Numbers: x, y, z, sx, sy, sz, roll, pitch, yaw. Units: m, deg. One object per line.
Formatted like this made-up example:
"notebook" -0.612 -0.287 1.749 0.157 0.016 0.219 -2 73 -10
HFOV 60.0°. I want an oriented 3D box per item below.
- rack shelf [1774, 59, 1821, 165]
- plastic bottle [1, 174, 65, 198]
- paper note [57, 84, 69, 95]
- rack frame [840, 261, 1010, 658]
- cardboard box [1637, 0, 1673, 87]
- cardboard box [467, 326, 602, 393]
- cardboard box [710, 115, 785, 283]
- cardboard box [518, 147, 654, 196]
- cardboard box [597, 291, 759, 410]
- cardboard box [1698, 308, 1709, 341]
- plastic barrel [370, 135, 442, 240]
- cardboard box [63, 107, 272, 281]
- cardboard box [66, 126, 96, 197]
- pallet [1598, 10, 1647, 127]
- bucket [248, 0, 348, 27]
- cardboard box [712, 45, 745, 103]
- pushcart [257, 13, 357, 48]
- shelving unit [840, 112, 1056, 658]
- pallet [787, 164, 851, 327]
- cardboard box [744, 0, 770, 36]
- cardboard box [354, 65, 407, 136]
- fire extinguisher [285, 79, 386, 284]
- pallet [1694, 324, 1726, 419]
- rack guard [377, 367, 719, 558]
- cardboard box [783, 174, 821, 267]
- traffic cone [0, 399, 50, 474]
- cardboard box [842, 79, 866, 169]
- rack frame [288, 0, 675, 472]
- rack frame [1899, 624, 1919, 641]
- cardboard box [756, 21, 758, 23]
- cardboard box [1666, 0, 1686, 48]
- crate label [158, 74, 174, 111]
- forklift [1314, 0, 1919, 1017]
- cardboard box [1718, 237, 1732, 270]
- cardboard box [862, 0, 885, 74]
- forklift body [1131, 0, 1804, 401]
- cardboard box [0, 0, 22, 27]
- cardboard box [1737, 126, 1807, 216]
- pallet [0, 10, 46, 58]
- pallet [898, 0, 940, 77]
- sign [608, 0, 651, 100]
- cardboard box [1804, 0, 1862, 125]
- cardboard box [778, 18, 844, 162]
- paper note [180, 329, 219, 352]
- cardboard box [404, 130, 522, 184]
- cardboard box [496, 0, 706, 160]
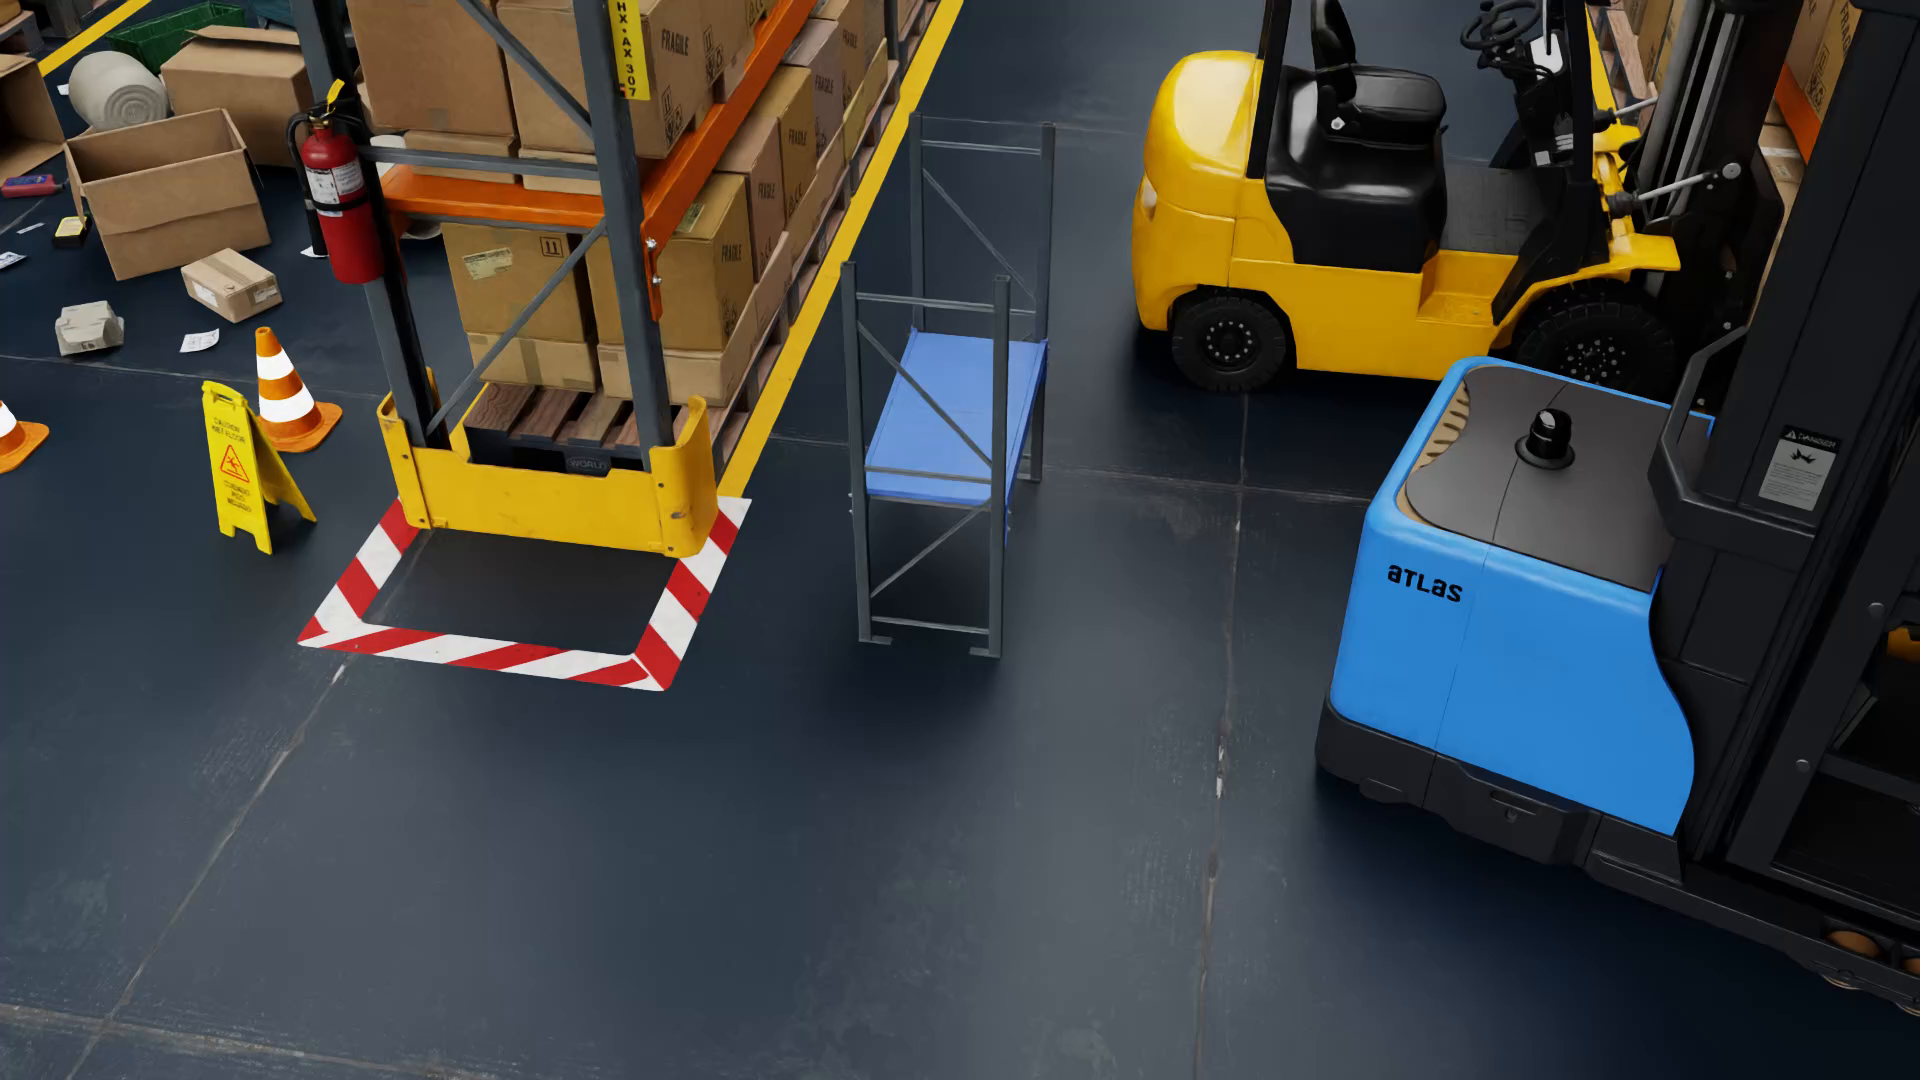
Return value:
"rack shelf" 3.701 -1.640 6.445 1.077 0.370 4.000 6 40 8
"plastic bottle" -4.645 -1.781 8.356 0.283 0.061 0.133 -6 40 -8
"paper note" -4.959 -2.534 9.291 0.147 0.020 0.142 -20 44 -23
"rack frame" -0.103 -0.205 5.321 0.500 1.500 0.032 6 40 8
"cardboard box" 4.127 -2.748 8.754 0.875 0.625 0.625 8 40 10
"cardboard box" -1.655 -0.862 6.767 0.500 0.250 0.500 6 40 7
"cardboard box" -1.033 -1.418 6.851 0.500 0.500 0.500 5 40 6
"cardboard box" -1.272 -1.301 5.667 0.380 0.149 0.250 7 40 8
"cardboard box" -1.122 -0.785 6.674 0.500 0.250 0.500 6 40 7
"cardboard box" 3.384 -1.047 6.990 0.500 0.250 0.500 8 40 9
"plastic barrel" -2.668 -1.678 7.947 0.421 0.421 0.512 -28 47 -30
"cardboard box" -3.724 -1.627 7.823 0.797 0.503 0.637 -20 44 -23
"cardboard box" -4.218 -1.865 8.297 0.396 0.266 0.258 13 41 15
"pallet" 4.137 -2.565 9.187 1.003 0.211 1.213 6 40 8
"bucket" -3.488 -3.185 9.124 0.726 0.611 0.620 20 34 23
"cardboard box" -1.027 -1.773 6.237 0.380 0.149 0.250 7 40 8
"pushcart" -3.096 -2.927 9.494 1.648 0.377 0.936 -6 40 -8
"shelving unit" -0.015 -0.524 5.707 0.538 1.500 1.048 6 40 8
"pallet" -1.132 -1.450 7.838 1.003 0.211 1.213 6 40 8
"cardboard box" -1.006 -2.273 6.333 0.500 0.500 0.500 6 40 7
"cardboard box" -3.097 -2.390 8.932 0.258 0.266 0.396 -20 44 -23
"fire extinguisher" -2.008 -1.157 5.356 0.296 0.674 0.183 6 40 8
"pallet" 3.660 -0.836 7.095 1.003 0.211 1.213 6 40 8
"rack guard" -1.521 -0.292 6.211 1.175 0.500 0.348 6 40 8
"cardboard box" -0.944 -1.449 7.477 0.500 0.250 0.500 9 40 11
"traffic cone" -3.882 -0.551 6.553 0.336 0.463 0.334 6 40 8
"cardboard box" -0.762 -2.084 8.245 0.500 0.250 0.500 5 40 6
"rack frame" -1.534 -1.208 5.357 1.000 3.000 0.127 6 40 8
"rack frame" 3.355 -0.663 4.697 1.000 3.000 0.127 6 40 8
"cardboard box" -1.029 -2.111 6.647 0.380 0.149 0.250 8 40 9
"cardboard box" 3.655 -2.391 7.832 0.500 0.250 0.500 6 40 7
"crate label" -4.272 -2.501 9.167 0.298 0.136 0.250 -20 44 -23
"forklift" 2.674 -0.189 4.179 3.031 2.935 1.130 19 43 22
"cardboard box" 3.388 -1.251 6.845 0.500 0.250 0.500 6 40 8
"cardboard box" -0.680 -2.708 8.411 0.500 0.500 0.500 6 40 7
"forklift body" 1.887 -1.727 6.651 2.313 2.155 1.214 6 40 8
"cardboard box" -5.913 -3.156 9.051 0.875 0.875 0.875 7 40 8
"cardboard box" 3.383 -1.429 6.669 0.500 0.250 0.500 6 40 7
"pallet" -5.943 -2.657 9.298 1.003 0.211 1.213 6 40 8
"pallet" -0.709 -3.132 9.873 1.003 0.211 1.213 6 40 8
"sign" -1.000 -1.481 5.008 0.100 0.325 0.005 6 40 8
"cardboard box" 3.369 -1.685 5.856 0.500 0.500 0.500 6 40 7
"cardboard box" -0.854 -2.068 7.638 0.500 0.500 0.500 8 40 10
"paper note" -3.331 -0.876 7.286 0.148 0.019 0.142 -6 40 -8
"cardboard box" -1.680 -1.369 5.749 0.380 0.149 0.250 8 40 9
"cardboard box" -1.179 -1.627 5.552 0.500 0.500 0.500 6 40 7
